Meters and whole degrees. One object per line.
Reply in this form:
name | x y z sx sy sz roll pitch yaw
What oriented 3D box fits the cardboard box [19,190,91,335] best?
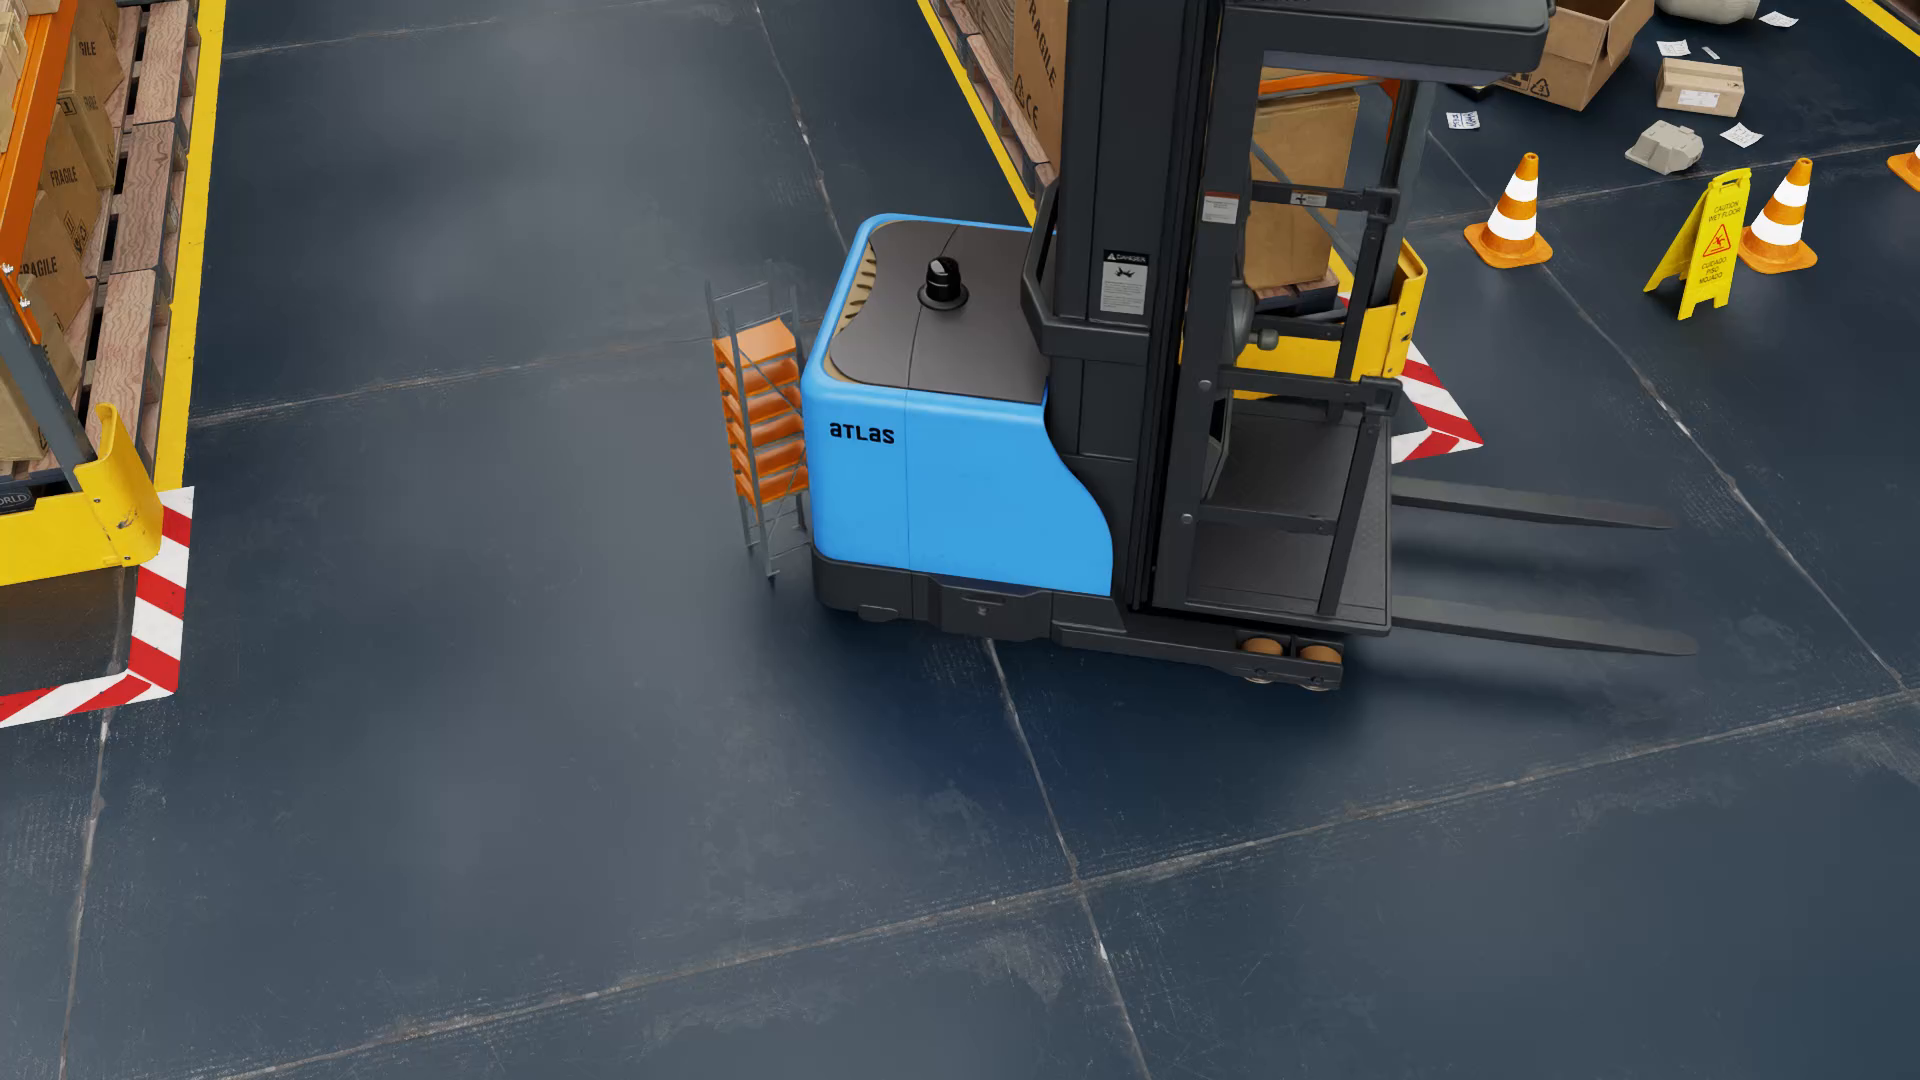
cardboard box | -3.895 -1.045 6.630 0.500 0.500 0.500 0 46 0

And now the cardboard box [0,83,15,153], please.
cardboard box | -3.503 -1.436 5.733 0.380 0.149 0.250 -11 47 -10

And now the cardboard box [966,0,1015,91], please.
cardboard box | 0.559 -2.866 8.152 0.875 0.875 0.875 -10 46 -10

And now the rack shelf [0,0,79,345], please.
rack shelf | -4.077 -2.061 6.674 1.077 0.370 4.000 -11 47 -10

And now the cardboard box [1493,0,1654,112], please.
cardboard box | 3.117 -2.620 8.466 0.637 0.503 0.797 27 51 24

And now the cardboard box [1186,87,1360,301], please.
cardboard box | 1.018 -1.629 6.940 0.875 0.875 0.875 -10 47 -10

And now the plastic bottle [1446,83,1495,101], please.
plastic bottle | 2.585 -2.348 8.508 0.133 0.061 0.283 -26 51 -24

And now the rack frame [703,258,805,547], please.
rack frame | -0.711 -0.450 5.850 0.240 1.200 0.006 -22 47 -20

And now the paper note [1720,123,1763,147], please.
paper note | 3.848 -1.994 8.183 0.148 0.019 0.142 -26 51 -24

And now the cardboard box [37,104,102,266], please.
cardboard box | -4.037 -1.481 7.057 0.500 0.500 0.500 -7 46 -7

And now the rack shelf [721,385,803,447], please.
rack shelf | -0.668 -0.451 5.740 0.258 0.103 0.180 -22 47 -20

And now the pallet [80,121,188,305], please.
pallet | -4.067 -1.417 7.491 1.003 0.211 1.213 -11 47 -10

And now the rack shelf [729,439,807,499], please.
rack shelf | -0.662 -0.277 5.905 0.258 0.103 0.180 -22 47 -20

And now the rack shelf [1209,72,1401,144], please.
rack shelf | 0.743 -2.899 7.494 1.077 0.370 4.000 -11 47 -10

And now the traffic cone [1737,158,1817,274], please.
traffic cone | 3.671 -1.480 7.376 0.336 0.463 0.334 -11 47 -10

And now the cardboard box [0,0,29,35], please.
cardboard box | -3.734 -1.947 6.233 0.380 0.149 0.250 -11 47 -10

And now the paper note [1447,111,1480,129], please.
paper note | 2.506 -2.094 8.282 0.144 0.017 0.142 4 46 4

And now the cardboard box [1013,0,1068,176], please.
cardboard box | 0.790 -2.236 7.535 0.875 0.875 0.875 -11 47 -11

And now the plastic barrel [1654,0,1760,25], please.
plastic barrel | 4.022 -2.992 8.886 0.512 0.421 0.421 19 48 17

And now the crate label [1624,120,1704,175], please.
crate label | 3.410 -1.897 8.013 0.250 0.136 0.298 -35 55 -30

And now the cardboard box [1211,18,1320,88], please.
cardboard box | 1.116 -2.070 6.073 0.875 0.550 0.550 -11 47 -10

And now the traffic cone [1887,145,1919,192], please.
traffic cone | 4.657 -1.917 7.805 0.336 0.463 0.334 -11 47 -10

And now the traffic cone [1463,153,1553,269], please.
traffic cone | 2.492 -1.508 7.404 0.336 0.463 0.334 -11 47 -10

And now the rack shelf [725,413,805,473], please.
rack shelf | -0.665 -0.364 5.822 0.258 0.103 0.180 -22 47 -20

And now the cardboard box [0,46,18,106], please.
cardboard box | -3.587 -1.605 5.899 0.380 0.149 0.250 -11 47 -10

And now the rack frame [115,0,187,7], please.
rack frame | -4.590 -3.694 7.770 1.000 3.000 0.127 -11 47 -10

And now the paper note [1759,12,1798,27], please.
paper note | 4.428 -2.817 8.989 0.142 0.019 0.148 -26 51 -24

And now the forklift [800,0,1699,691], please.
forklift | 1.044 -0.918 5.098 3.031 2.935 1.130 7 46 7

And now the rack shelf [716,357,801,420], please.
rack shelf | -0.671 -0.537 5.657 0.258 0.103 0.180 -22 47 -20

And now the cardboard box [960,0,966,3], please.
cardboard box | 0.324 -3.487 8.761 0.875 0.875 0.875 -10 46 -10

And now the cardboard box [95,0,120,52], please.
cardboard box | -4.526 -2.683 8.235 0.500 0.500 0.500 -12 47 -12

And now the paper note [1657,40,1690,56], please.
paper note | 3.776 -2.604 8.788 0.148 0.019 0.142 4 46 4

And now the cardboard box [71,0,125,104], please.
cardboard box | -4.372 -2.289 7.849 0.500 0.500 0.500 3 46 2

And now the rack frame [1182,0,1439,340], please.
rack frame | 1.255 -1.770 5.884 1.000 3.000 0.127 -11 47 -10

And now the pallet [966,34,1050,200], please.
pallet | 0.666 -2.172 8.231 1.003 0.211 1.213 -11 47 -10

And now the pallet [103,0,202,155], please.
pallet | -4.383 -2.261 8.318 1.003 0.211 1.213 -11 47 -10

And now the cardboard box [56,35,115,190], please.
cardboard box | -4.137 -1.874 7.443 0.500 0.500 0.500 -15 47 -14

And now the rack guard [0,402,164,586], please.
rack guard | -3.585 -0.110 6.008 1.175 0.500 0.348 -11 47 -10

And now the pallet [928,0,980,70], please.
pallet | 0.350 -3.016 9.058 1.003 0.211 1.213 -11 47 -10

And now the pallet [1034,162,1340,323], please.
pallet | 0.975 -1.331 7.407 1.003 0.211 1.213 -11 47 -10

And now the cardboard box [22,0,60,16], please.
cardboard box | -3.698 -2.138 6.421 0.380 0.149 0.250 -11 47 -10

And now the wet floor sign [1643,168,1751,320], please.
wet floor sign | 3.177 -1.288 7.060 0.267 0.644 0.232 -18 48 -17

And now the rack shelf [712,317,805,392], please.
rack shelf | -0.674 -0.624 5.574 0.258 0.103 0.180 -22 47 -20

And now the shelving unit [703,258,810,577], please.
shelving unit | -0.666 -0.396 5.792 0.258 1.200 0.189 -22 47 -20

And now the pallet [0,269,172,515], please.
pallet | -3.759 -0.576 6.667 1.003 0.211 1.213 -11 47 -10

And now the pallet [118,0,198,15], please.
pallet | -4.790 -3.255 9.292 1.003 0.211 1.213 -11 47 -10

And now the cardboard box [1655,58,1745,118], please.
cardboard box | 3.726 -2.282 8.382 0.380 0.149 0.250 11 47 11

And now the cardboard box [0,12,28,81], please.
cardboard box | -3.644 -1.779 6.069 0.380 0.149 0.250 -11 47 -10

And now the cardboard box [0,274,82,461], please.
cardboard box | -3.709 -0.639 6.232 0.500 0.500 0.500 -3 46 -3

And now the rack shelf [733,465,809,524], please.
rack shelf | -0.659 -0.191 5.988 0.258 0.103 0.180 -22 47 -20

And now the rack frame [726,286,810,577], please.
rack frame | -0.621 -0.342 5.733 0.240 1.200 0.006 -22 47 -20

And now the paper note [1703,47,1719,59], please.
paper note | 3.955 -2.565 8.756 0.032 0.001 0.123 -11 47 -10

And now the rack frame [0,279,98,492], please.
rack frame | -3.565 -0.932 5.064 1.000 3.000 0.127 -11 47 -10

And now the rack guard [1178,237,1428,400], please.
rack guard | 1.261 -0.878 6.760 1.175 0.500 0.348 -11 47 -10
